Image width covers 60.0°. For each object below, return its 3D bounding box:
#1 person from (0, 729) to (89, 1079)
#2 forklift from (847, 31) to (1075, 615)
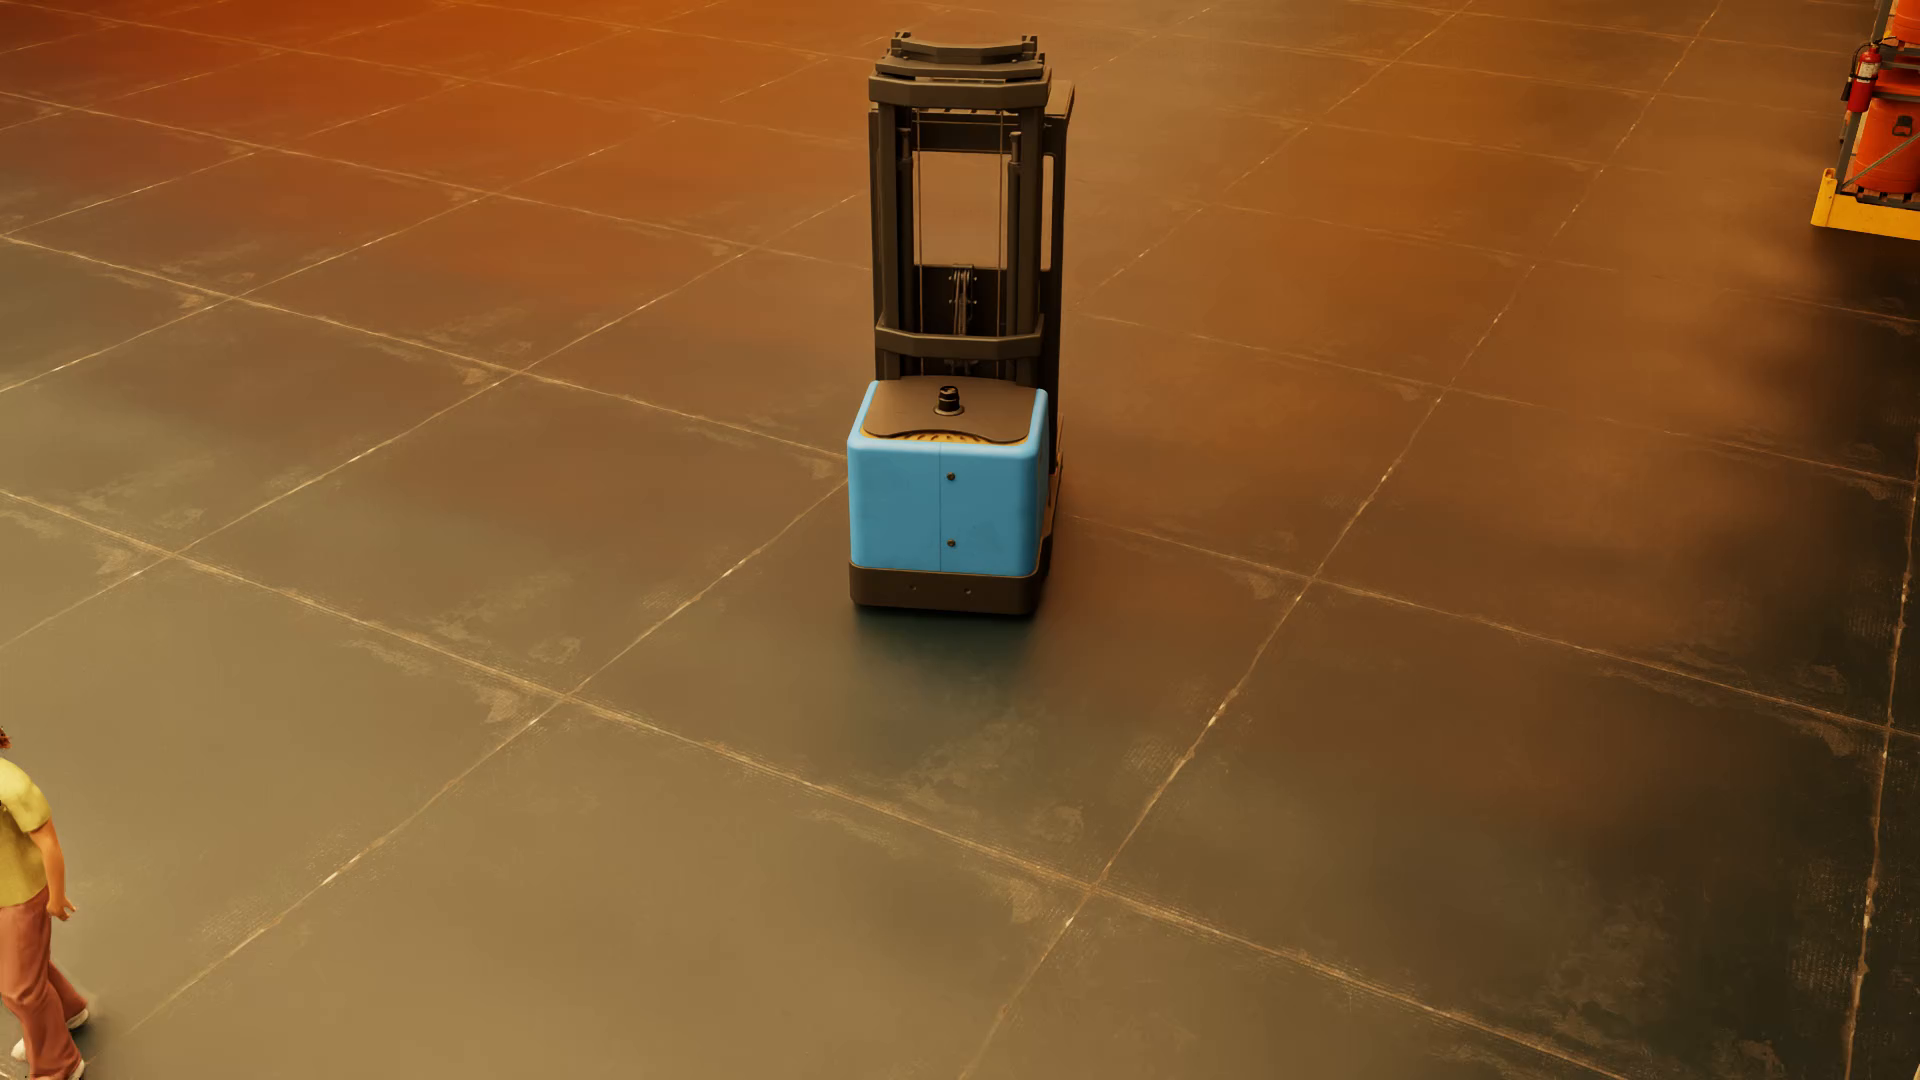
[{"bbox_3d":[-3.548,1.329,6.085,0.546,1.702,0.506,15,33,25],"label":"person"},{"bbox_3d":[0.072,-1.572,9.794,1.130,2.935,3.031,3,30,6],"label":"forklift"}]
